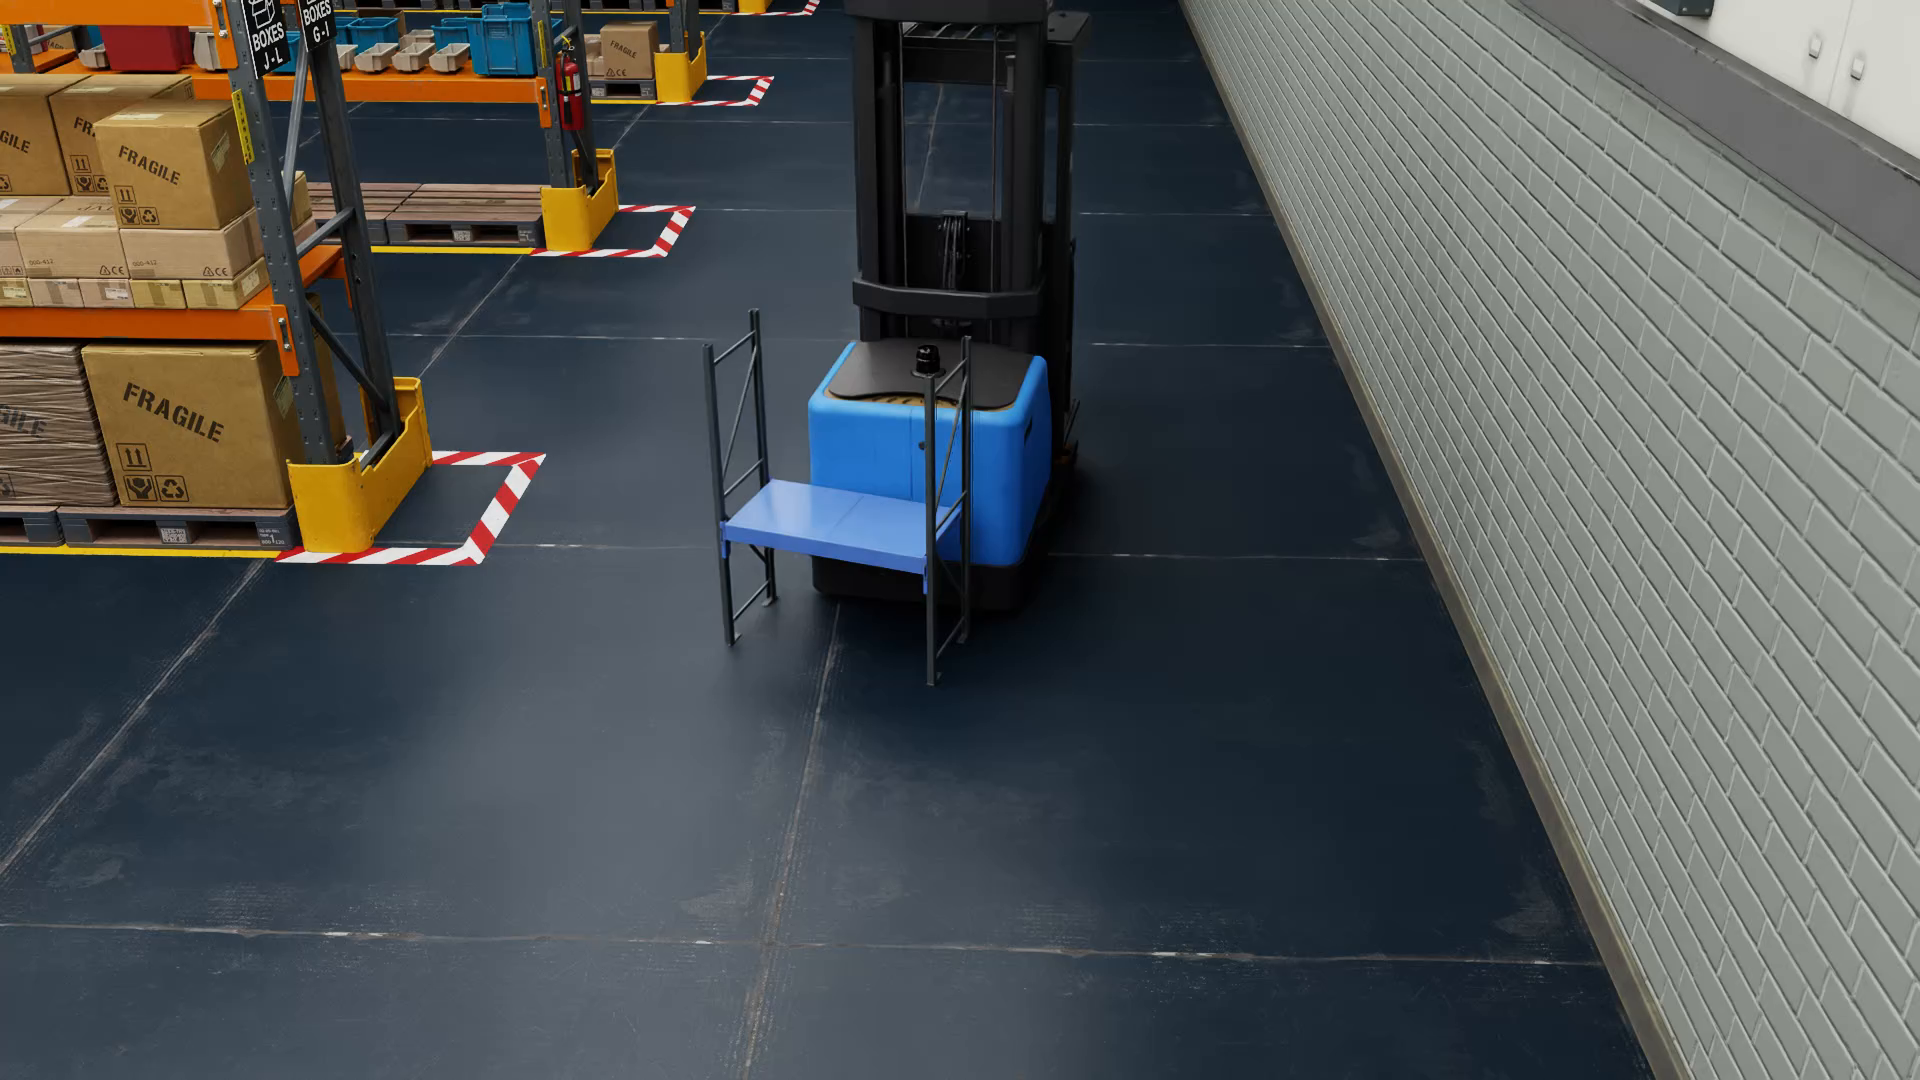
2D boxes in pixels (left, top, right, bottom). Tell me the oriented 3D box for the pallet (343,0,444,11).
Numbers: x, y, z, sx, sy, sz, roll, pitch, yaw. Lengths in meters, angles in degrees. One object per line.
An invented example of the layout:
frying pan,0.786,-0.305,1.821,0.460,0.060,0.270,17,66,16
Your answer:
pallet,-7.502,-7.299,22.293,1.213,0.211,1.003,1,28,2

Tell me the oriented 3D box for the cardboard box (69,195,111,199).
cardboard box,-4.245,-1.737,8.666,0.500,0.250,0.500,1,28,1

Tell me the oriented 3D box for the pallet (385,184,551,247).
pallet,-3.903,-2.650,13.523,1.213,0.211,1.003,1,28,2

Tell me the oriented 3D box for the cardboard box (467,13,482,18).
cardboard box,-5.021,-5.297,17.736,0.637,0.503,0.797,1,28,2

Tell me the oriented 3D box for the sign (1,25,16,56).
sign,-7.099,-3.781,12.384,0.005,0.325,0.100,1,28,2

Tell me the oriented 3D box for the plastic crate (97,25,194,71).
plastic crate,-6.194,-3.839,12.657,0.583,0.464,0.402,1,28,2

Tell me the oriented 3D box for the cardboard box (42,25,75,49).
cardboard box,-9.427,-5.233,17.618,0.500,0.500,0.500,1,28,1

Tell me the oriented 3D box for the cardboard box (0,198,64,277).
cardboard box,-4.764,-1.498,8.215,0.500,0.250,0.500,0,28,0

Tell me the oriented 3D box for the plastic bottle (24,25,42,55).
plastic bottle,-7.458,-4.053,13.245,0.185,0.351,0.144,1,28,2

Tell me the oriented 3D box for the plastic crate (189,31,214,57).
plastic crate,-5.949,-3.928,13.188,0.590,0.125,0.437,1,28,2

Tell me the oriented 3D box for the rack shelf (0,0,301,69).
rack shelf,-5.253,-2.572,7.965,4.000,0.370,1.077,1,28,2

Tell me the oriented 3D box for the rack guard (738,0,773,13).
rack guard,-2.706,-7.382,22.143,0.348,0.500,1.175,1,28,2

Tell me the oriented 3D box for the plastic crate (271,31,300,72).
plastic crate,-5.141,-3.717,12.673,0.300,0.233,0.416,1,28,2

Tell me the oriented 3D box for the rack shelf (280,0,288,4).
rack shelf,-8.898,-5.950,17.539,4.000,0.370,1.077,1,28,2

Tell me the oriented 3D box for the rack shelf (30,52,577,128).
rack shelf,-5.079,-3.565,13.041,4.000,0.370,1.077,1,28,2

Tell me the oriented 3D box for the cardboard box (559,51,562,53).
cardboard box,-4.402,-5.071,17.580,0.500,0.250,0.500,1,28,2

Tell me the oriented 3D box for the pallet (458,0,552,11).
pallet,-5.971,-7.272,22.243,1.213,0.211,1.003,1,28,2

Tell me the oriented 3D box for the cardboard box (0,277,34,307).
cardboard box,-4.643,-1.289,8.247,0.250,0.149,0.380,0,28,1

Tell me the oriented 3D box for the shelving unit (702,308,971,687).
shelving unit,-0.528,-0.193,7.514,1.048,1.500,0.538,9,29,17

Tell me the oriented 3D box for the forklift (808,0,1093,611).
forklift,0.062,-1.626,8.688,1.130,2.935,3.031,5,28,10

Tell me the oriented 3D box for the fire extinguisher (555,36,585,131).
fire extinguisher,-2.945,-3.436,12.510,0.183,0.674,0.296,1,28,2

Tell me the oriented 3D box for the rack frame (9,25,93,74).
rack frame,-7.077,-3.916,12.935,0.127,3.000,1.000,1,28,2

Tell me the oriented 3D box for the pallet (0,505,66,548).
pallet,-5.273,-0.298,9.086,1.213,0.211,1.003,1,28,2

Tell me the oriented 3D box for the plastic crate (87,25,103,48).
plastic crate,-6.599,-4.088,13.211,0.575,0.384,0.392,1,28,2

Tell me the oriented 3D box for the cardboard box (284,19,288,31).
cardboard box,-7.402,-5.199,17.553,0.500,0.500,0.500,1,28,2

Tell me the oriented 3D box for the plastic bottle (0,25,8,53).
plastic bottle,-7.678,-4.030,13.361,0.097,0.201,0.097,0,28,0

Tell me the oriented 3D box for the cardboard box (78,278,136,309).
cardboard box,-4.134,-1.281,8.231,0.250,0.149,0.380,1,28,2

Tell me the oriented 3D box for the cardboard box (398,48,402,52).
cardboard box,-5.943,-5.315,18.147,0.250,0.149,0.380,1,28,2

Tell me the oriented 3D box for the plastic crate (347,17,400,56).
plastic crate,-4.631,-3.983,13.175,0.300,0.233,0.416,1,28,2

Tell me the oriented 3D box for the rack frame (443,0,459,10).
rack frame,-6.728,-8.553,21.683,0.127,3.000,1.000,1,28,2

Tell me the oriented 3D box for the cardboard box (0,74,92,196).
cardboard box,-4.743,-2.076,8.506,0.500,0.500,0.500,0,28,0

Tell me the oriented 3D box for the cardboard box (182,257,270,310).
cardboard box,-3.622,-1.272,8.216,0.250,0.149,0.380,1,28,3

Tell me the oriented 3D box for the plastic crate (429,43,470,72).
plastic crate,-3.901,-3.689,12.723,0.243,0.136,0.396,1,28,2

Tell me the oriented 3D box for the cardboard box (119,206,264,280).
cardboard box,-3.748,-1.481,8.183,0.500,0.250,0.500,1,28,1

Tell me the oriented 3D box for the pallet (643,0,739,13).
pallet,-3.532,-7.232,22.167,1.213,0.211,1.003,1,28,2

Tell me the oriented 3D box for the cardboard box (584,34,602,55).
cardboard box,-3.934,-5.298,18.008,0.500,0.250,0.500,1,28,2

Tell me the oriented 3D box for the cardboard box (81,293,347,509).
cardboard box,-3.897,-0.752,8.785,0.875,0.875,0.875,1,28,2

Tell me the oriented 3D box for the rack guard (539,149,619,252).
rack guard,-3.055,-2.751,13.406,0.348,0.500,1.175,1,28,2

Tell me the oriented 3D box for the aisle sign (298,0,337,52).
aisle sign,-3.172,-2.820,8.091,0.004,0.787,0.394,1,28,2

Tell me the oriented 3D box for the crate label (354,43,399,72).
crate label,-4.470,-3.693,12.732,0.243,0.136,0.396,1,28,2

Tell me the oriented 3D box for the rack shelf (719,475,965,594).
rack shelf,-0.528,-0.035,7.598,1.000,0.185,0.538,9,29,17

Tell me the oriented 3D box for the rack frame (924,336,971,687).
rack frame,-0.049,-0.113,7.363,0.032,1.500,0.500,9,29,17

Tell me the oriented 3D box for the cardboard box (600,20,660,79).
cardboard box,-3.453,-5.152,17.466,0.500,0.500,0.500,1,28,2

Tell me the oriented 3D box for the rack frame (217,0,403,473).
rack frame,-3.255,-1.532,8.437,0.127,3.000,1.000,1,28,2

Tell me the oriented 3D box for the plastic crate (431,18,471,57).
plastic crate,-3.973,-3.972,13.154,0.300,0.233,0.416,1,28,2
